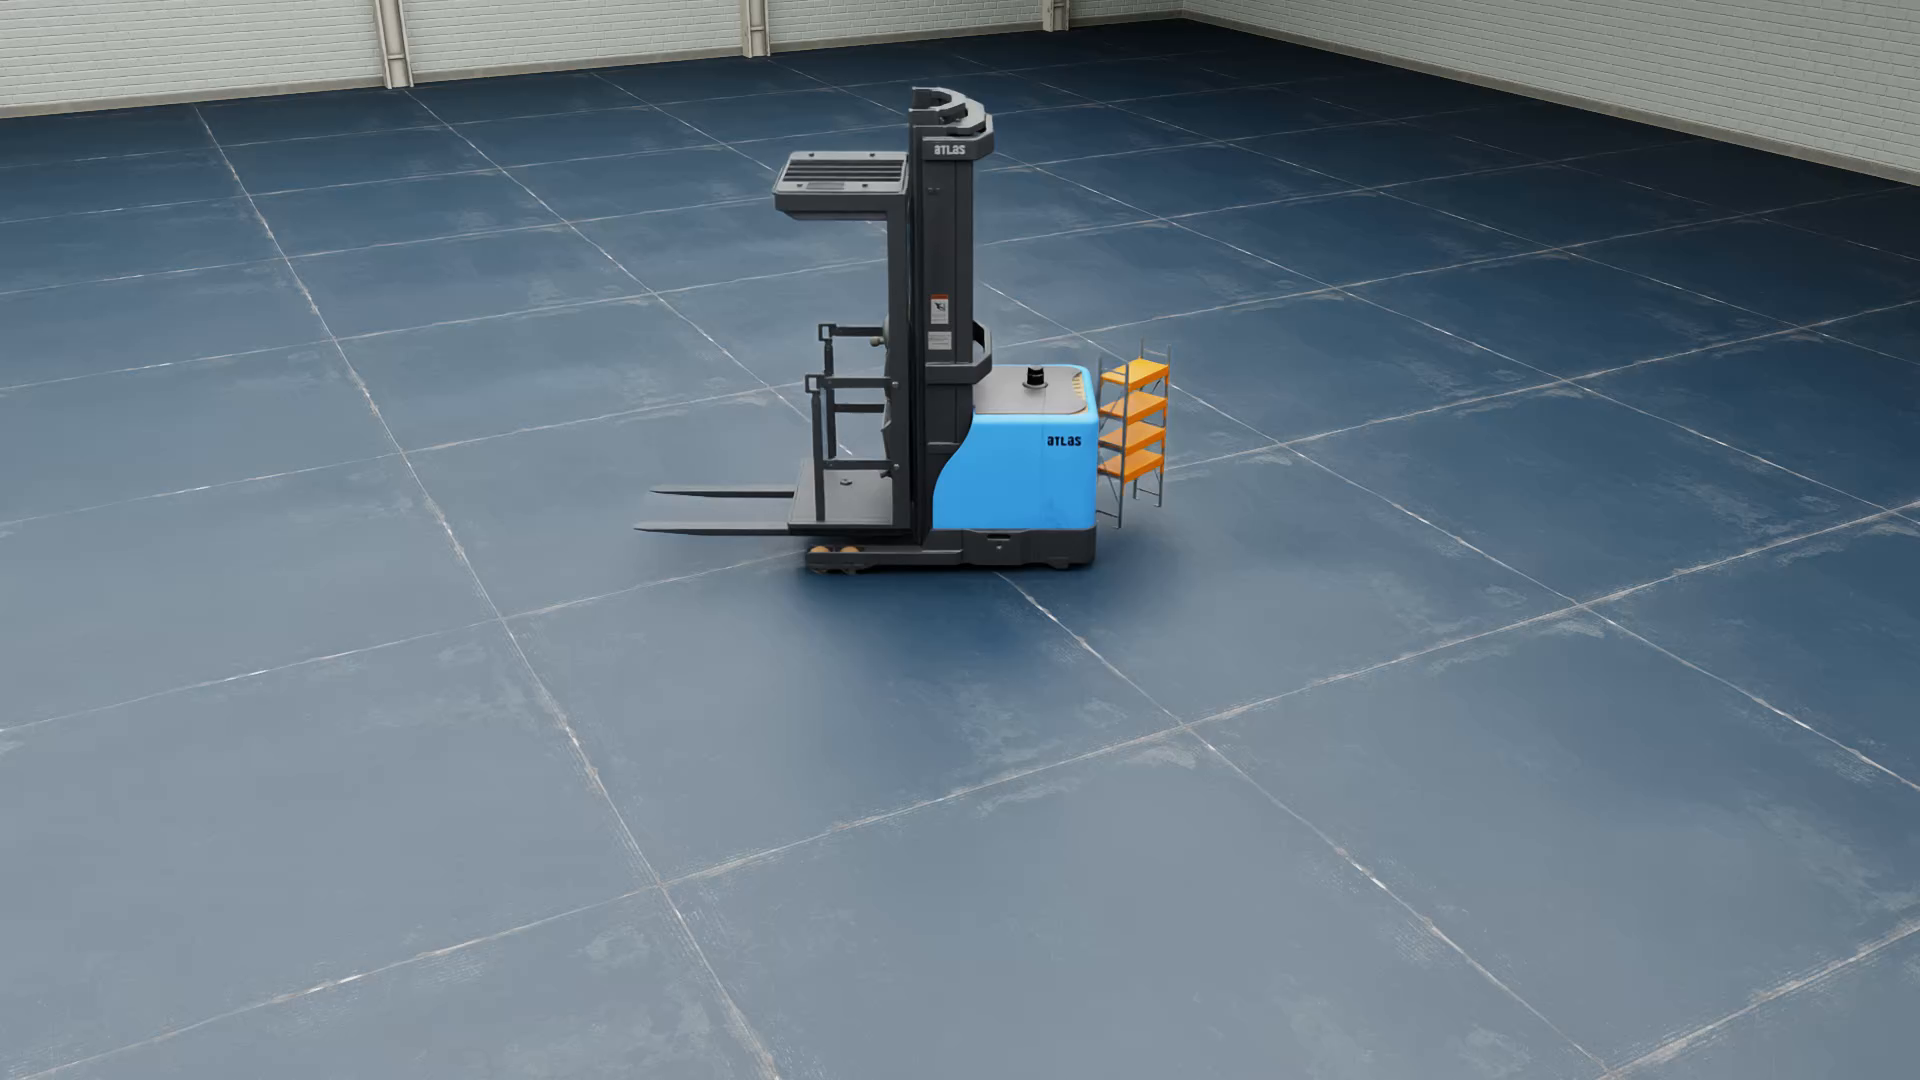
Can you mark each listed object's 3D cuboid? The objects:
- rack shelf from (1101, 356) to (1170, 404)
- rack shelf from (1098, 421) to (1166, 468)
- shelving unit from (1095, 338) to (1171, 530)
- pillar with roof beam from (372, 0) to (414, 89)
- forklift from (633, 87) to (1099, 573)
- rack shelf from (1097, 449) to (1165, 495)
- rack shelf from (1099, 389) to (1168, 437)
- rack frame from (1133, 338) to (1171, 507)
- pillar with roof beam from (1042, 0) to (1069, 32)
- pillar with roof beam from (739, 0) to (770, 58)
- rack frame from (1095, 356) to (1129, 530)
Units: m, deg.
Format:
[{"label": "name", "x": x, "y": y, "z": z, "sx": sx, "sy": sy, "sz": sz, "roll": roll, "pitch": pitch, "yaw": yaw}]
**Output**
[{"label": "rack shelf", "x": 1.171, "y": -1.080, "z": 11.205, "sx": 0.258, "sy": 0.148, "sz": 0.480, "roll": 20, "pitch": 32, "yaw": 36}, {"label": "rack shelf", "x": 1.171, "y": -0.665, "z": 11.404, "sx": 0.258, "sy": 0.148, "sz": 0.480, "roll": 20, "pitch": 32, "yaw": 36}, {"label": "shelving unit", "x": 1.171, "y": -0.726, "z": 11.375, "sx": 0.258, "sy": 1.200, "sz": 0.503, "roll": 20, "pitch": 32, "yaw": 36}, {"label": "pillar with roof beam", "x": -6.773, "y": -9.535, "z": 20.712, "sx": 0.400, "sy": 9.000, "sz": 9.100, "roll": -13, "pitch": 29, "yaw": -25}, {"label": "forklift", "x": -0.626, "y": -1.337, "z": 10.648, "sx": 3.031, "sy": 2.935, "sz": 1.130, "roll": 0, "pitch": 26, "yaw": 0}, {"label": "rack shelf", "x": 1.171, "y": -0.486, "z": 11.490, "sx": 0.258, "sy": 0.148, "sz": 0.480, "roll": 20, "pitch": 32, "yaw": 36}, {"label": "rack shelf", "x": 1.171, "y": -0.867, "z": 11.308, "sx": 0.258, "sy": 0.148, "sz": 0.480, "roll": 20, "pitch": 32, "yaw": 36}, {"label": "rack frame", "x": 1.328, "y": -0.806, "z": 11.543, "sx": 0.240, "sy": 1.200, "sz": 0.015, "roll": 20, "pitch": 32, "yaw": 36}, {"label": "pillar with roof beam", "x": 3.815, "y": -11.979, "z": 25.803, "sx": 0.400, "sy": 9.000, "sz": 9.100, "roll": -13, "pitch": 29, "yaw": -25}, {"label": "pillar with roof beam", "x": -1.479, "y": -10.757, "z": 23.258, "sx": 0.400, "sy": 9.000, "sz": 9.100, "roll": -13, "pitch": 29, "yaw": -25}, {"label": "rack frame", "x": 1.013, "y": -0.645, "z": 11.207, "sx": 0.240, "sy": 1.200, "sz": 0.015, "roll": 20, "pitch": 32, "yaw": 36}]
